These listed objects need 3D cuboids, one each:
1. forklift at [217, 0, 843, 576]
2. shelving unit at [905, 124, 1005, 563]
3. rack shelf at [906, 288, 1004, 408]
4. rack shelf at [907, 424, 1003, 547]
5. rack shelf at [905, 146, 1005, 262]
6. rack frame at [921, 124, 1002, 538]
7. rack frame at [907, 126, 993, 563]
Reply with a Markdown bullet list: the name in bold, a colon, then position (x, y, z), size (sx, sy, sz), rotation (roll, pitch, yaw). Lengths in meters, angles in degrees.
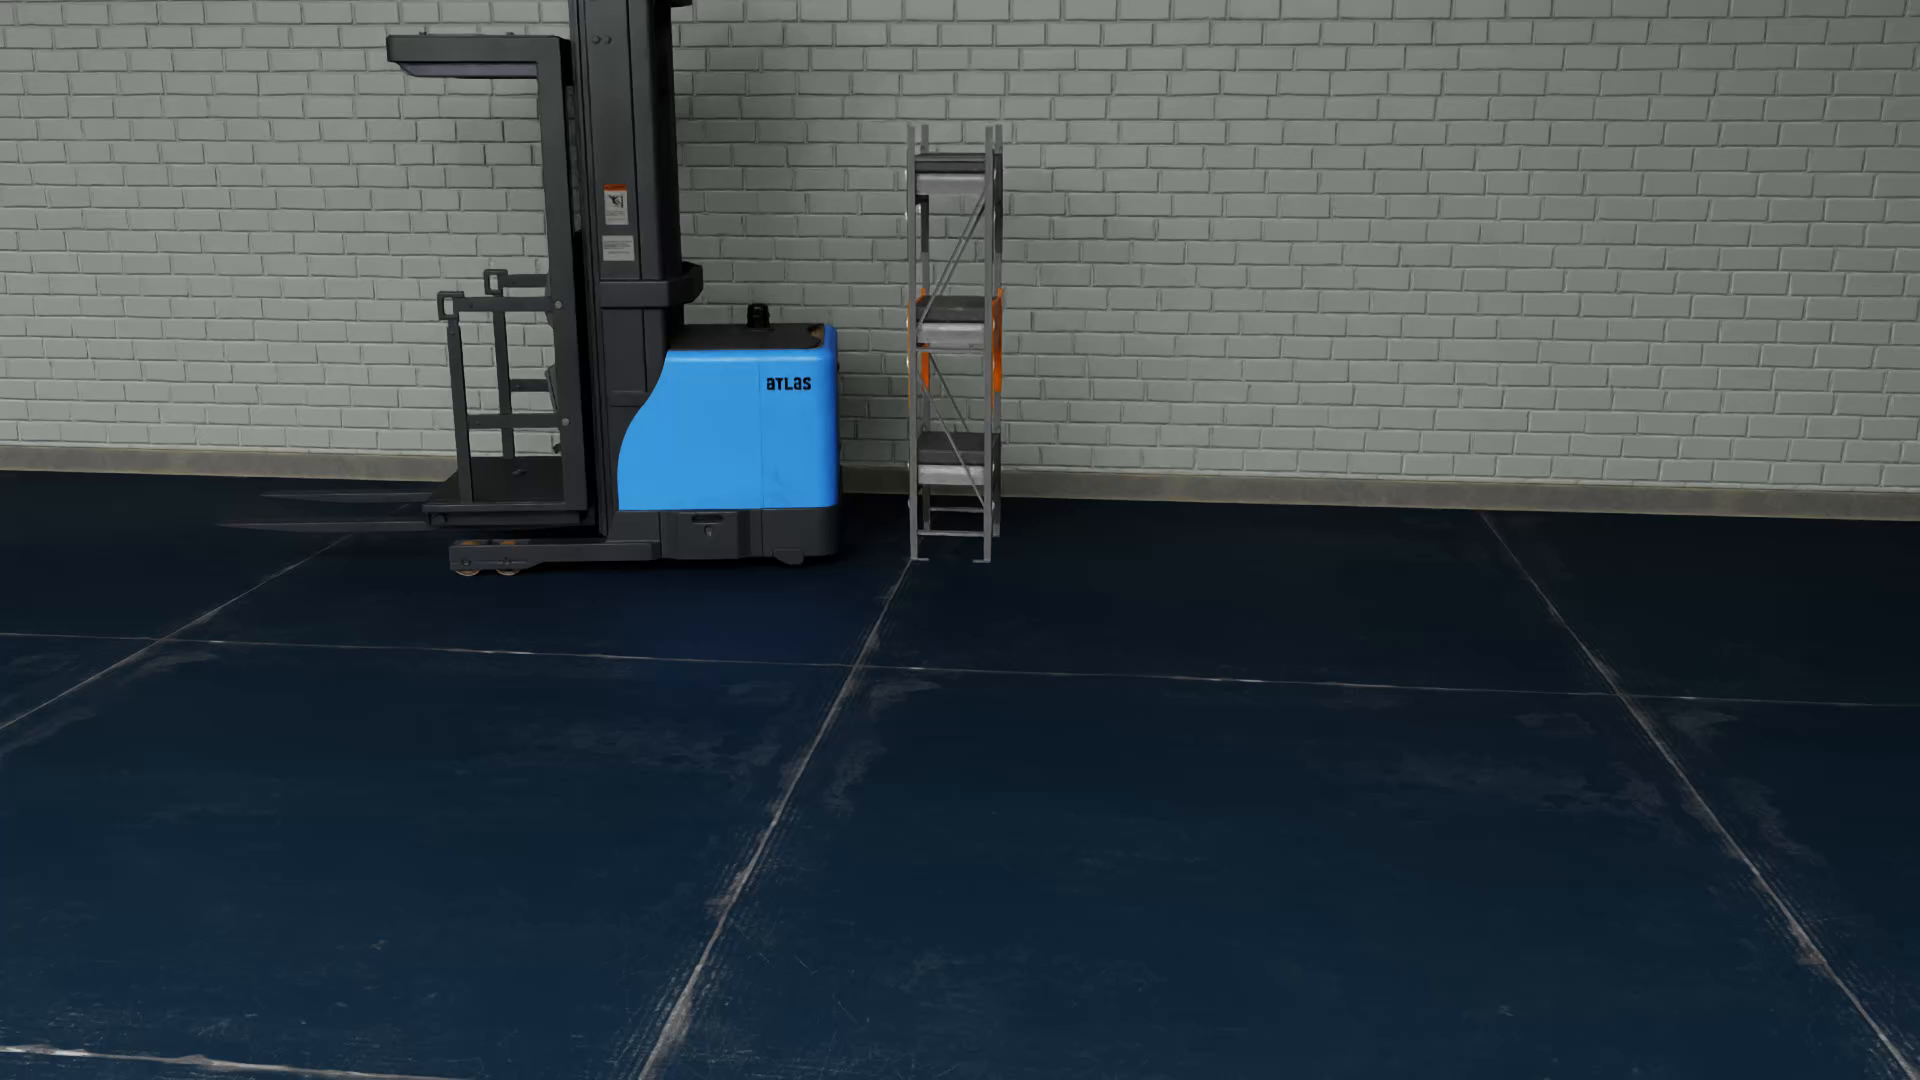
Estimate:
- **forklift**: position (-2.122, -1.383, 8.160), size (3.031, 2.935, 1.130), rotation (-1, 15, -3)
- **shelving unit**: position (-0.019, -0.971, 8.229), size (0.431, 2.100, 0.503), rotation (2, 15, 6)
- **rack shelf**: position (-0.019, -0.957, 8.233), size (0.431, 0.518, 0.480), rotation (2, 15, 6)
- **rack shelf**: position (-0.019, -0.282, 8.415), size (0.431, 0.518, 0.480), rotation (2, 15, 6)
- **rack shelf**: position (-0.019, -1.633, 8.050), size (0.431, 0.518, 0.480), rotation (2, 15, 6)
- **rack frame**: position (0.009, -1.034, 8.463), size (0.400, 2.100, 0.015), rotation (2, 15, 6)
- **rack frame**: position (-0.046, -0.907, 7.995), size (0.400, 2.100, 0.015), rotation (2, 15, 6)
